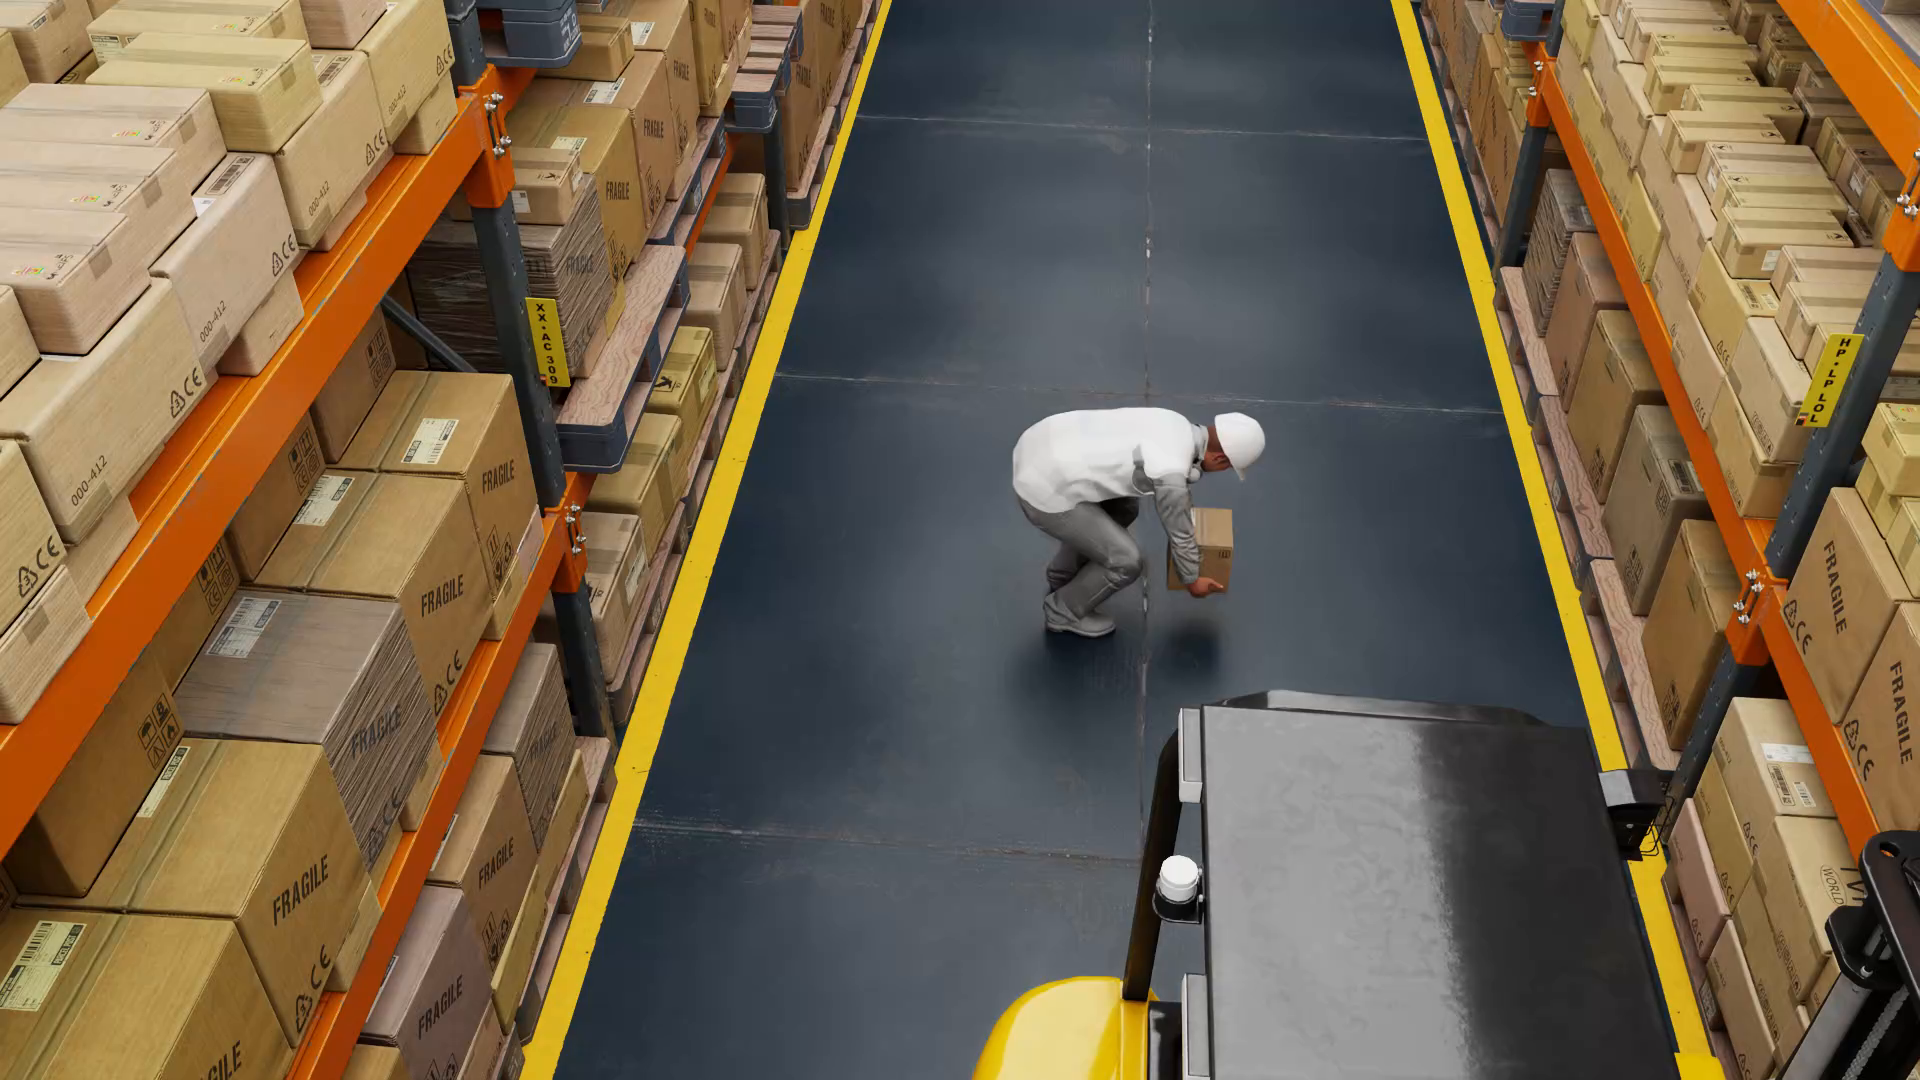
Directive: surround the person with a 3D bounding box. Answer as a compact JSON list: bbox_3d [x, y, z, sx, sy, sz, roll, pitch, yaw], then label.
[{"bbox_3d":[0.710,-0.098,6.848,0.997,1.011,0.515,1,40,2],"label":"person"}]
